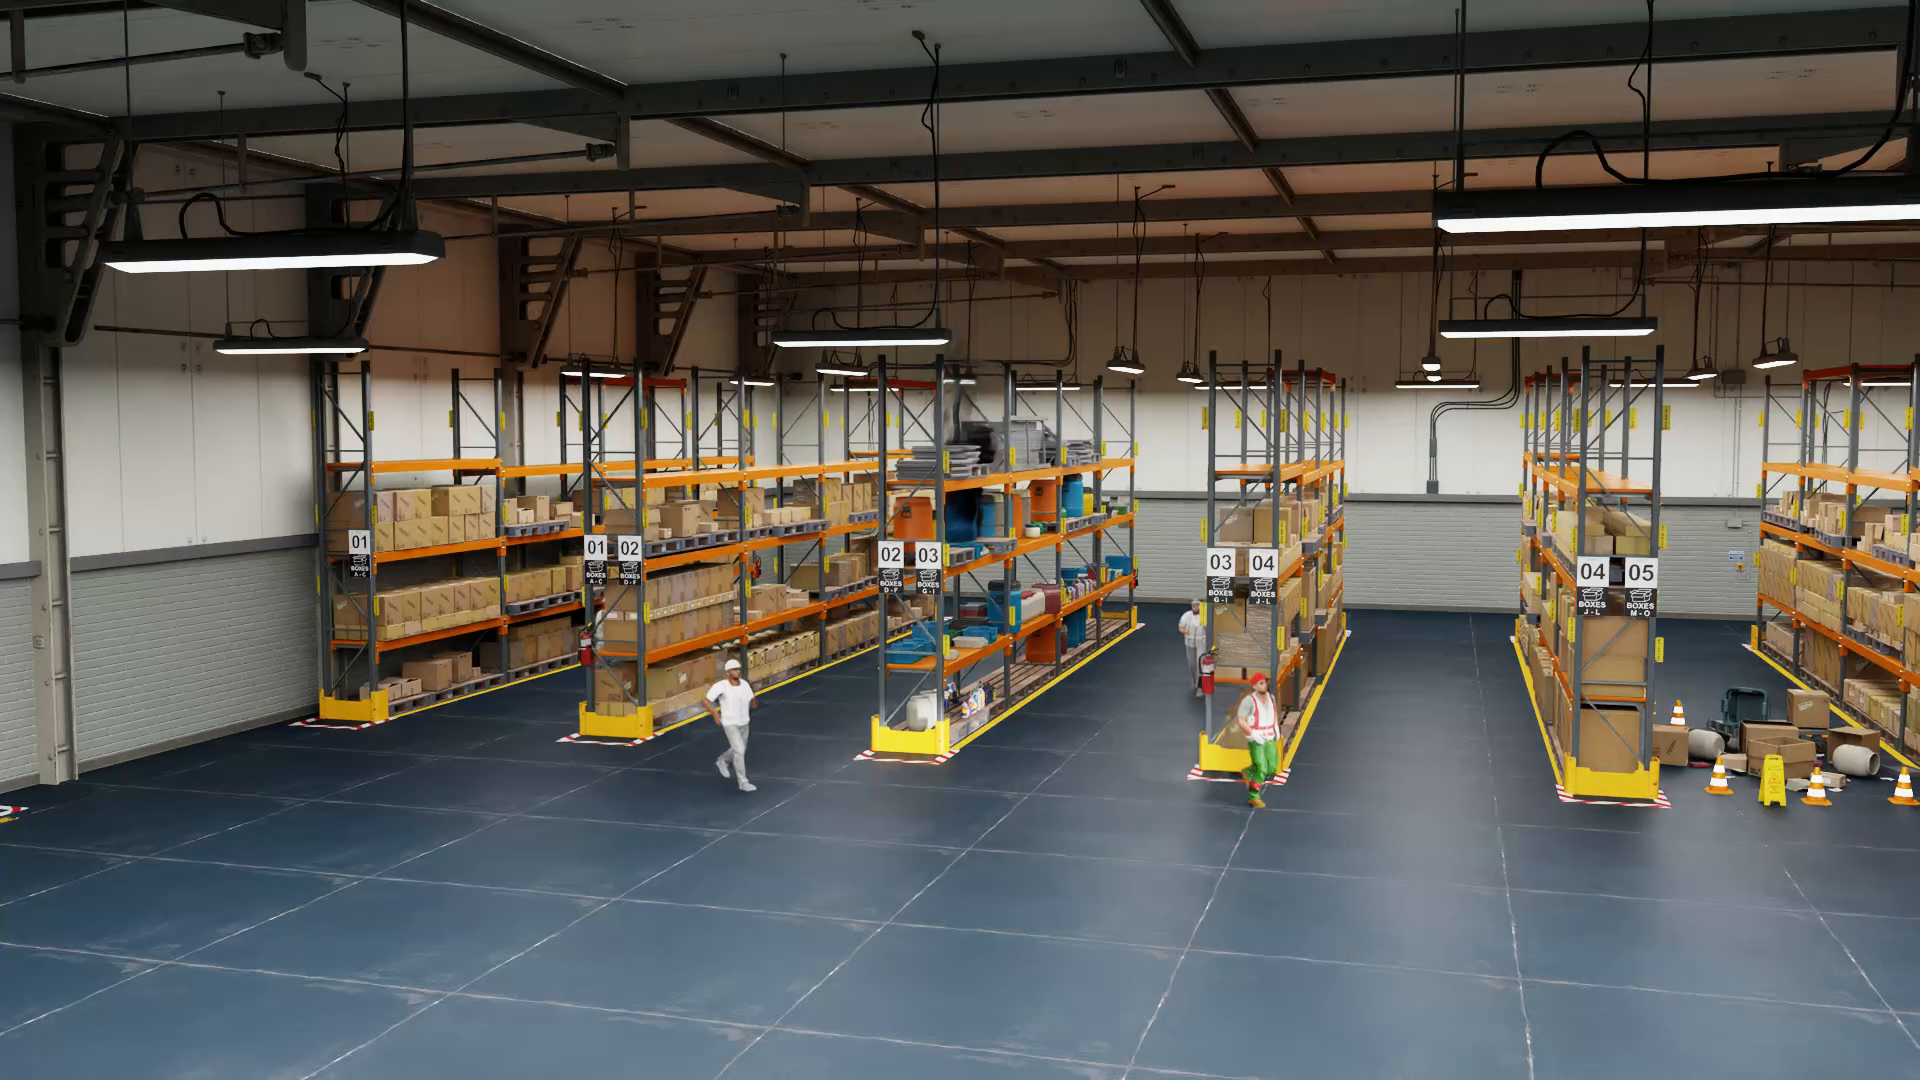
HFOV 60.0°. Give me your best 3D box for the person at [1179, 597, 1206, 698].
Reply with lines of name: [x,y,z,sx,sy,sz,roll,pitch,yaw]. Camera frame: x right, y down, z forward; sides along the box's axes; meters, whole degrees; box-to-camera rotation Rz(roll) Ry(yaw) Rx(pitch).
person: [4.326,1.938,30.524,0.608,1.809,0.909,1,4,17]

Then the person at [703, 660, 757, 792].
person: [-3.057,2.484,22.614,0.931,1.723,0.710,4,6,43]

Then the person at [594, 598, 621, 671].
person: [-6.443,1.926,30.405,0.676,1.831,0.849,1,4,11]

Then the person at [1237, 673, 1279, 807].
person: [3.880,2.590,21.677,0.657,1.751,0.668,-2,5,-29]
